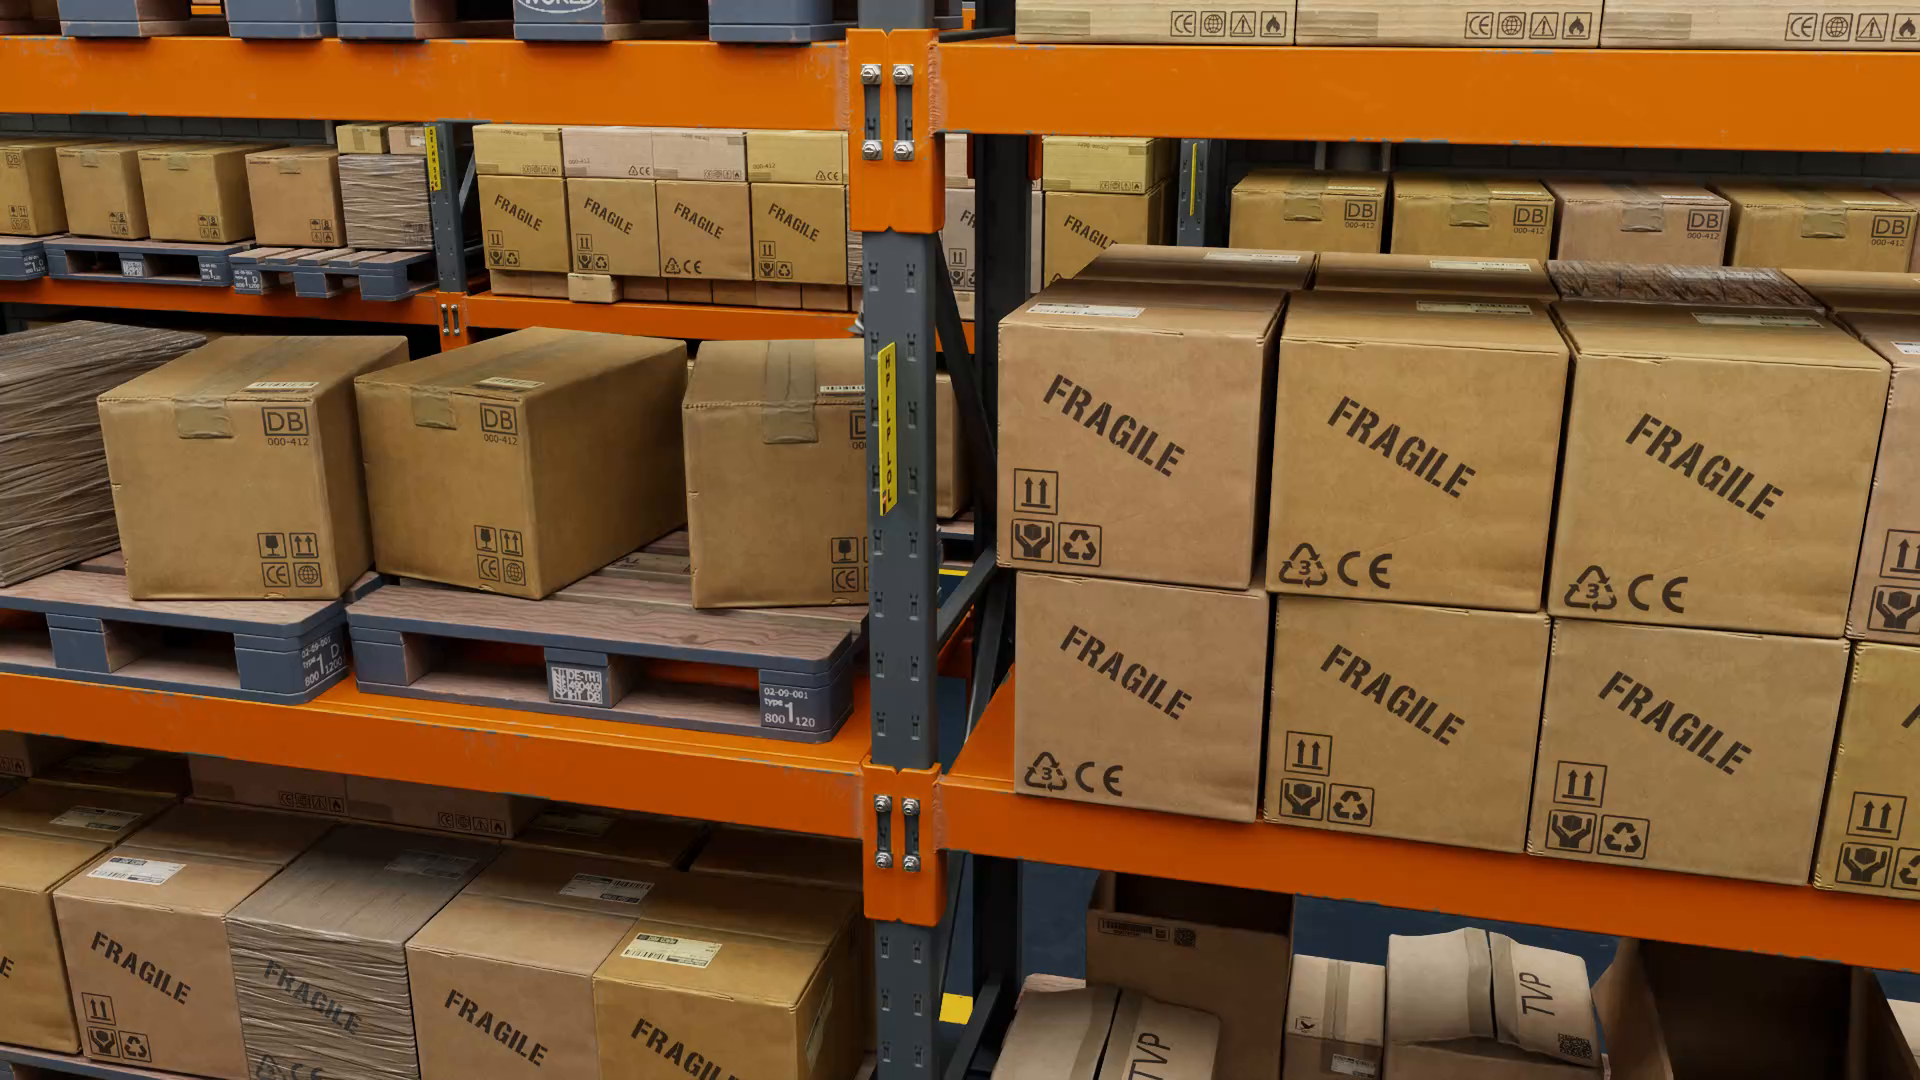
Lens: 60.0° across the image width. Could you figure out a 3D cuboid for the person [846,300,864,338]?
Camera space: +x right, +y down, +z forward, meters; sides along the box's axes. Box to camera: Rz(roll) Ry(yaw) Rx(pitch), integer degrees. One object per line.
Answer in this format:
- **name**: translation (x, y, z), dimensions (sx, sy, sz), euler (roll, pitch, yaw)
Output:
- **person**: translation (-0.463, -0.198, 7.115), dimensions (0.563, 1.686, 0.459), euler (5, 19, 14)
